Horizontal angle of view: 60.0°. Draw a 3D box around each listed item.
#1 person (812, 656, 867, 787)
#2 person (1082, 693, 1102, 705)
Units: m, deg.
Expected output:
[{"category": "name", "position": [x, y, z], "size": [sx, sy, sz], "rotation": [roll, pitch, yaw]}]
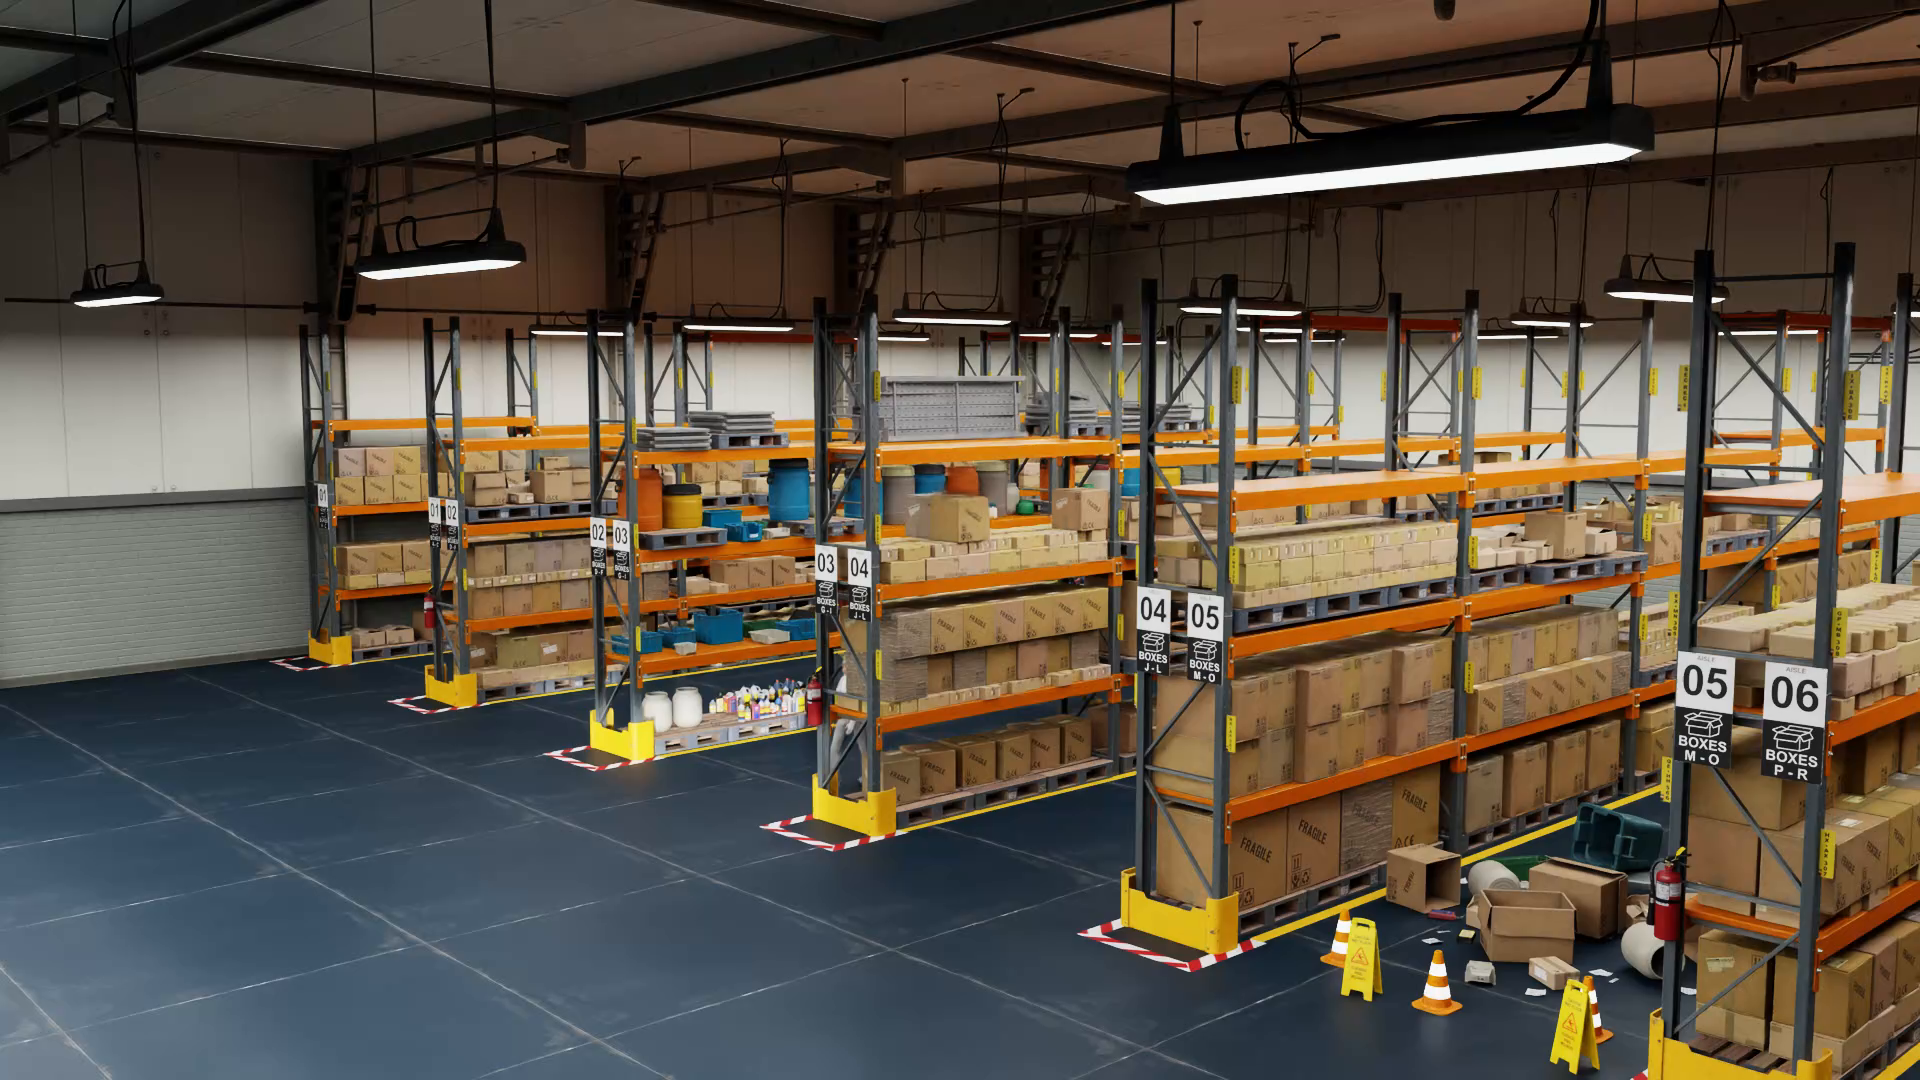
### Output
[{"category": "person", "position": [-1.401, 2.240, 20.702], "size": [0.513, 1.637, 0.873], "rotation": [5, 8, 40]}, {"category": "person", "position": [2.128, 1.674, 25.807], "size": [0.439, 1.770, 0.588], "rotation": [-5, 8, -40]}]
